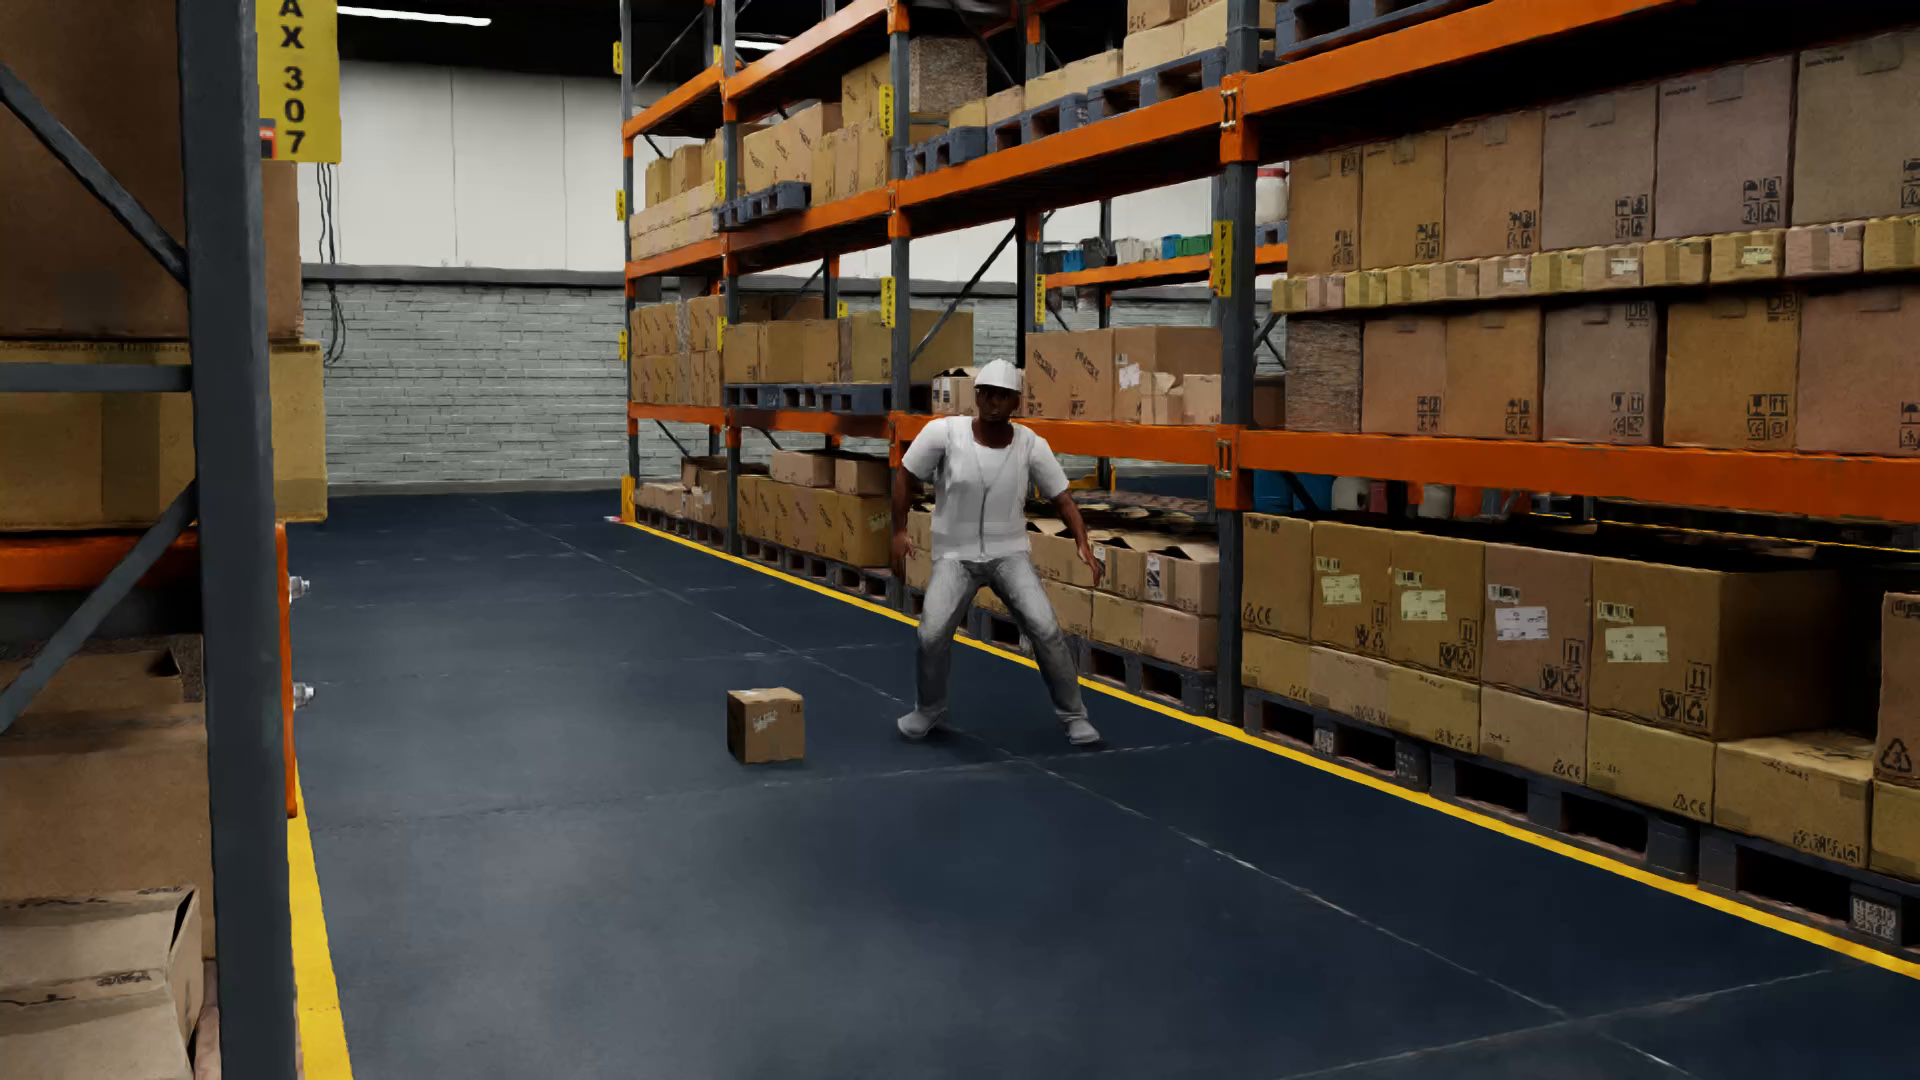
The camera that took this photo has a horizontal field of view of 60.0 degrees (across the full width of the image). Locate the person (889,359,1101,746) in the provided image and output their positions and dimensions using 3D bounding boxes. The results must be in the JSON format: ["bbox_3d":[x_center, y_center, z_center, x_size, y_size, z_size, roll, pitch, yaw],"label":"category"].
[{"bbox_3d":[0.147,0.045,7.047,0.897,1.614,0.537,0,5,-1],"label":"person"}]
